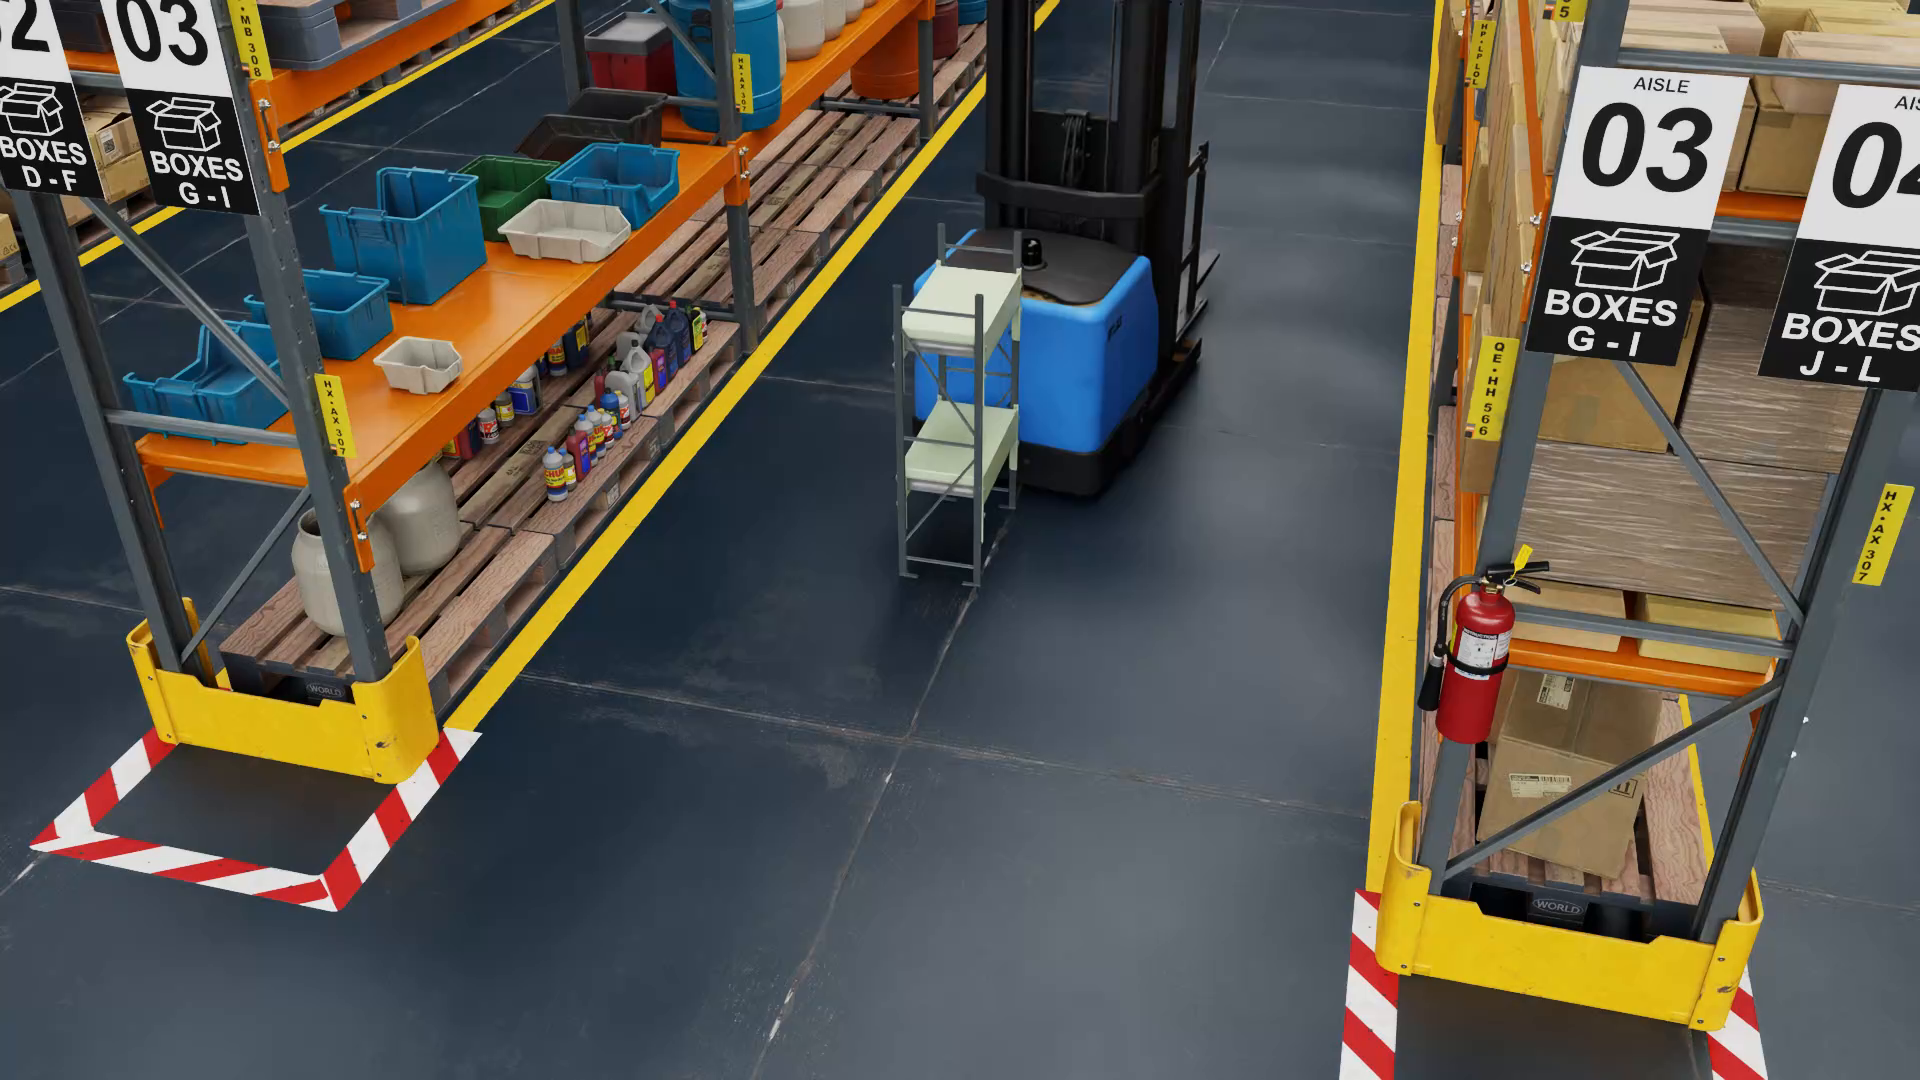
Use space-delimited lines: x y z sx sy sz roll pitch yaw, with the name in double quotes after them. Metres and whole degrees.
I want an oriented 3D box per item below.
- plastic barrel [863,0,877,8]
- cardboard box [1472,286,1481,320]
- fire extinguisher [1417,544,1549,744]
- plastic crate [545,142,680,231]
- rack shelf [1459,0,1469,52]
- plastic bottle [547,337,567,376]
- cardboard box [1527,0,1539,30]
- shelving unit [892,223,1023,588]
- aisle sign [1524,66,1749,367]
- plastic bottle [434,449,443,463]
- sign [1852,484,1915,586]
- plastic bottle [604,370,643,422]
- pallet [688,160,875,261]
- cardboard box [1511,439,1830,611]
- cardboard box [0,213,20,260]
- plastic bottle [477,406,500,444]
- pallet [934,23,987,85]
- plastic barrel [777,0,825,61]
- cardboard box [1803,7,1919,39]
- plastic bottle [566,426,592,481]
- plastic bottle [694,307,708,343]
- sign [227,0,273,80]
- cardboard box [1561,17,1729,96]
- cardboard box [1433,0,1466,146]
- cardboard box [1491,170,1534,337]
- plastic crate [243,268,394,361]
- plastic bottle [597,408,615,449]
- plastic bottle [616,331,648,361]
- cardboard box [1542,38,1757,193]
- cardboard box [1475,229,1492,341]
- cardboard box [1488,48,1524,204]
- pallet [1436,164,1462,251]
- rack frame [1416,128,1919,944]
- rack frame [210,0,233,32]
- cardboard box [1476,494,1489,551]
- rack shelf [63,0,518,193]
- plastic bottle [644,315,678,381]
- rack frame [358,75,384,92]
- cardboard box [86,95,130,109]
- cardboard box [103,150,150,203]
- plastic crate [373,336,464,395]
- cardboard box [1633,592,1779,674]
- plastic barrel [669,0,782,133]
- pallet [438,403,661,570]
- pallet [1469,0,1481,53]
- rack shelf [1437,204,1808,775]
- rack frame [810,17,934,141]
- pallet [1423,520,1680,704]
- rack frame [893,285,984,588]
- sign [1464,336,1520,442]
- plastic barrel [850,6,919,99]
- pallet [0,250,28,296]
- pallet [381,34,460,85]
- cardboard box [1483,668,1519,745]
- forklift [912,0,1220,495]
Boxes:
-0.763 -4.033 11.693 0.421 0.512 0.421 0 32 0 "plastic barrel"
2.429 -0.970 7.214 0.380 0.149 0.250 8 33 12 "cardboard box"
1.578 0.307 5.044 0.296 0.674 0.183 8 33 12 "fire extinguisher"
-1.742 -1.799 8.422 0.499 0.251 0.616 8 33 12 "plastic crate"
4.590 -4.608 13.374 1.077 0.370 4.000 8 33 12 "rack shelf"
-2.250 -1.053 9.243 0.097 0.271 0.097 0 32 0 "plastic bottle"
2.314 -1.996 5.938 0.500 0.250 0.500 7 33 12 "cardboard box"
-0.002 -0.629 7.842 0.431 1.500 0.755 8 33 12 "shelving unit"
1.746 -0.828 4.334 0.394 0.787 0.004 8 33 12 "aisle sign"
-2.684 -0.512 8.382 0.061 0.283 0.133 9 33 14 "plastic bottle"
2.577 -0.014 4.669 0.100 0.325 0.005 8 33 12 "sign"
-1.784 -0.784 8.817 0.152 0.276 0.135 9 33 13 "plastic bottle"
-1.254 -2.344 11.740 1.003 0.211 1.213 8 33 12 "pallet"
2.218 -0.172 5.354 0.875 0.500 0.500 8 33 12 "cardboard box"
-6.420 -1.895 10.607 0.500 0.250 0.500 8 33 12 "cardboard box"
-2.445 -0.606 8.606 0.097 0.201 0.097 0 32 0 "plastic bottle"
-0.237 -4.418 15.002 1.003 0.211 1.213 8 33 12 "pallet"
-1.082 -3.377 10.640 0.433 0.535 0.433 0 32 0 "plastic barrel"
2.505 -1.326 4.512 0.380 0.149 0.250 9 33 13 "cardboard box"
-1.902 -0.450 8.283 0.061 0.283 0.133 9 33 13 "plastic bottle"
-1.514 -1.247 9.613 0.097 0.201 0.097 0 32 0 "plastic bottle"
-2.207 -1.589 5.150 0.100 0.325 0.005 8 33 12 "sign"
1.821 -1.280 4.440 0.380 0.149 0.250 8 33 12 "cardboard box"
4.278 -3.510 12.564 1.225 0.875 0.875 7 33 10 "cardboard box"
2.074 -0.892 5.554 0.500 0.500 0.500 8 33 12 "cardboard box"
-2.731 -0.971 7.120 0.499 0.251 0.408 8 33 12 "plastic crate"
-1.839 -0.581 8.567 0.097 0.201 0.097 0 32 0 "plastic bottle"
-1.806 -1.043 9.223 0.152 0.276 0.135 8 33 12 "plastic bottle"
1.929 -1.210 4.701 0.500 0.250 0.500 9 33 14 "cardboard box"
2.536 -0.959 6.593 0.875 0.500 0.500 8 33 12 "cardboard box"
2.454 -1.670 6.779 0.500 0.500 0.500 8 33 12 "cardboard box"
3.883 -2.292 11.659 1.003 0.211 1.213 8 33 12 "pallet"
2.052 0.277 5.018 1.000 3.000 0.127 8 33 12 "rack frame"
-2.738 -2.929 4.469 1.000 3.000 0.127 8 33 12 "rack frame"
2.003 -0.059 5.781 0.380 0.149 0.250 8 33 12 "cardboard box"
-2.231 -2.397 7.099 1.077 0.370 4.000 8 33 12 "rack shelf"
-1.657 -1.067 9.192 0.144 0.351 0.185 6 33 10 "plastic bottle"
-5.499 -5.225 13.673 1.000 3.000 0.127 8 33 12 "rack frame"
-5.906 -3.111 11.996 0.500 0.311 0.500 7 33 11 "cardboard box"
-6.041 -2.607 11.726 0.500 0.250 0.500 9 33 14 "cardboard box"
-2.200 -0.706 6.811 0.298 0.136 0.250 8 33 12 "plastic crate"
2.355 0.268 5.267 0.380 0.149 0.250 8 33 12 "cardboard box"
-1.332 -2.843 9.460 0.600 0.901 0.708 8 33 12 "plastic barrel"
-2.242 -0.318 8.553 1.003 0.211 1.213 8 33 12 "pallet"
4.005 -3.409 10.995 1.213 0.211 1.003 8 33 12 "pallet"
2.560 -0.457 6.843 1.077 0.370 4.000 8 33 12 "rack shelf"
-0.708 -4.548 12.609 1.000 3.000 0.127 8 33 12 "rack frame"
2.624 0.367 7.476 1.003 0.211 1.213 8 33 12 "pallet"
-0.095 -0.440 7.543 0.400 1.500 0.023 8 33 12 "rack frame"
1.521 -0.431 4.758 0.100 0.325 0.005 8 33 12 "sign"
-0.601 -4.066 13.481 0.600 0.830 0.708 8 33 12 "plastic barrel"
-6.756 -1.565 10.515 1.003 0.211 1.213 8 33 12 "pallet"
-5.272 -4.430 15.022 1.003 0.211 1.213 8 33 12 "pallet"
2.346 0.518 6.577 0.500 0.500 0.500 17 36 25 "cardboard box"
0.786 -2.245 9.049 1.130 2.935 3.031 13 35 19 "forklift"
